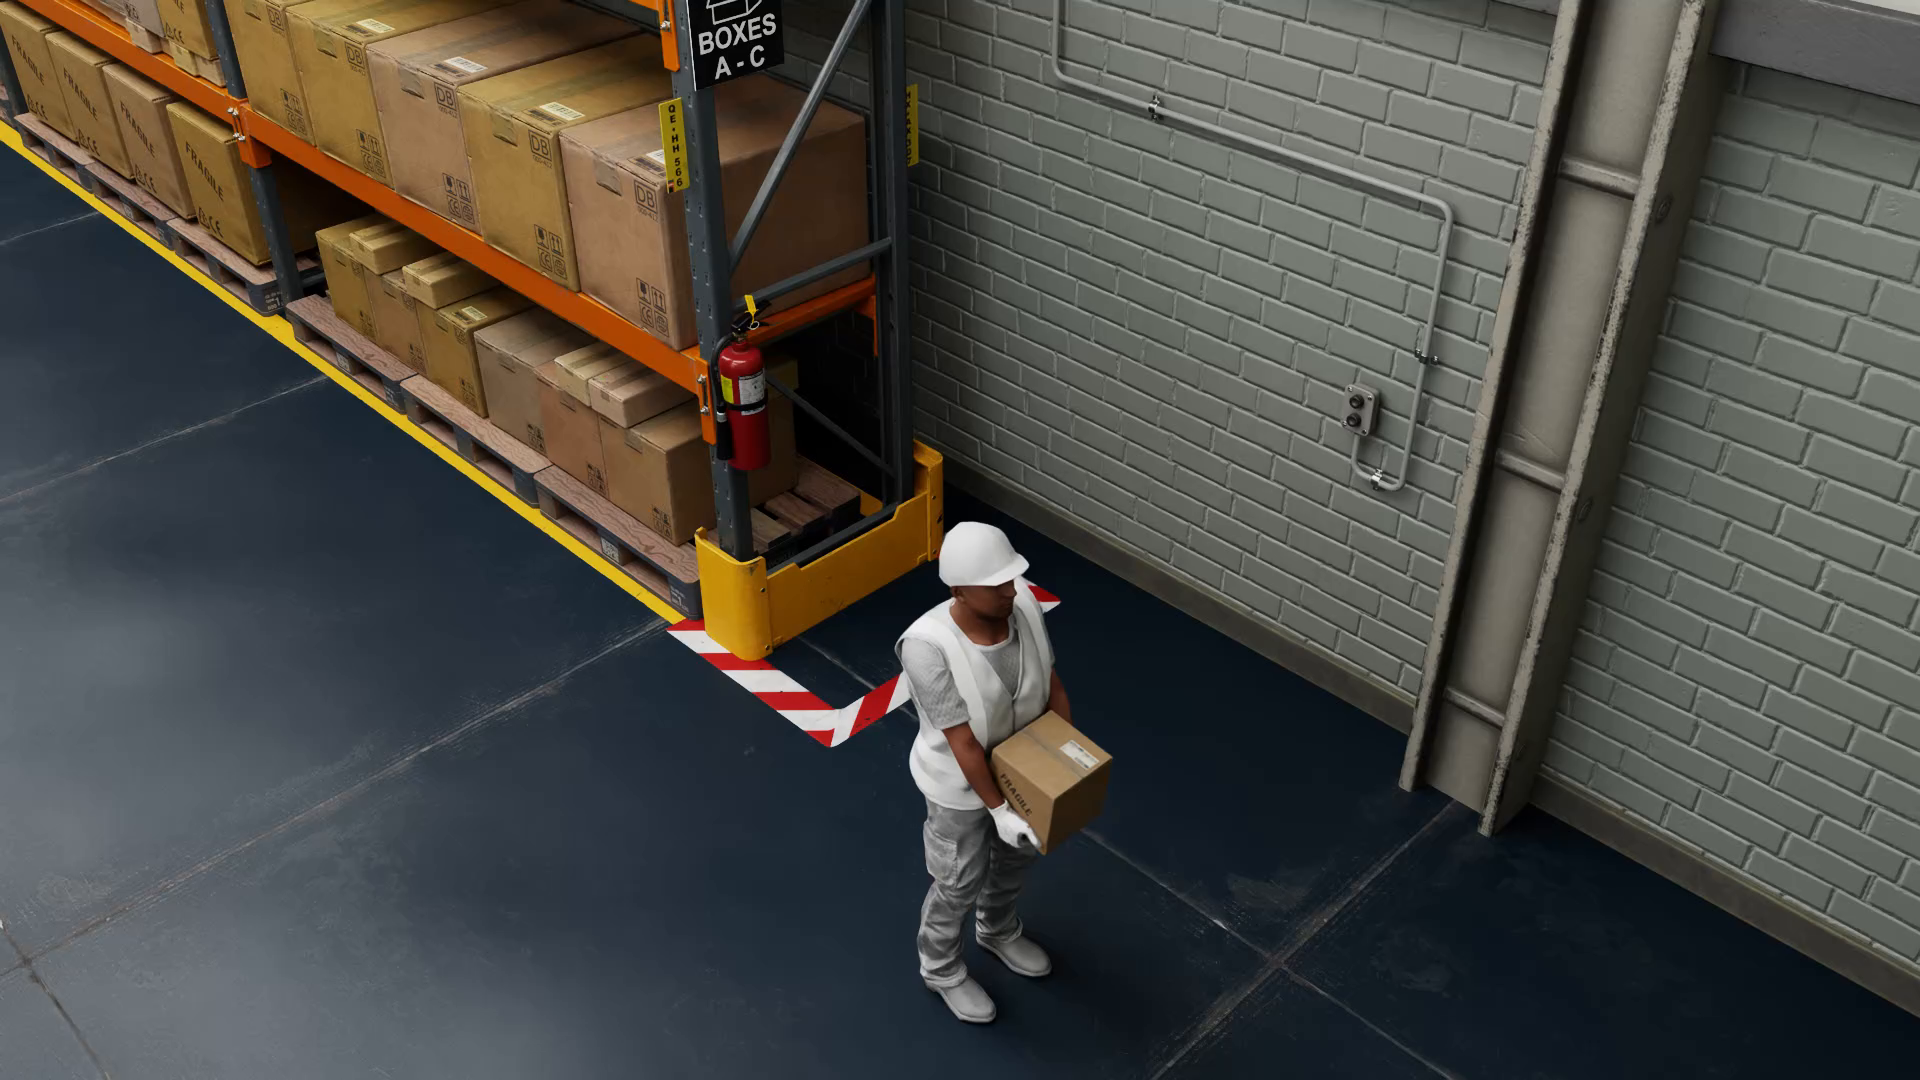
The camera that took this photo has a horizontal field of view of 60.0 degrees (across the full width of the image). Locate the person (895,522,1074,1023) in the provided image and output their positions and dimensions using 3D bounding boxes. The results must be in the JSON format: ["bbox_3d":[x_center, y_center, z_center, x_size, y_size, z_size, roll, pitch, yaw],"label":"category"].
[{"bbox_3d":[0.142,0.753,5.061,0.488,1.780,0.566,-29,45,-35],"label":"person"}]
